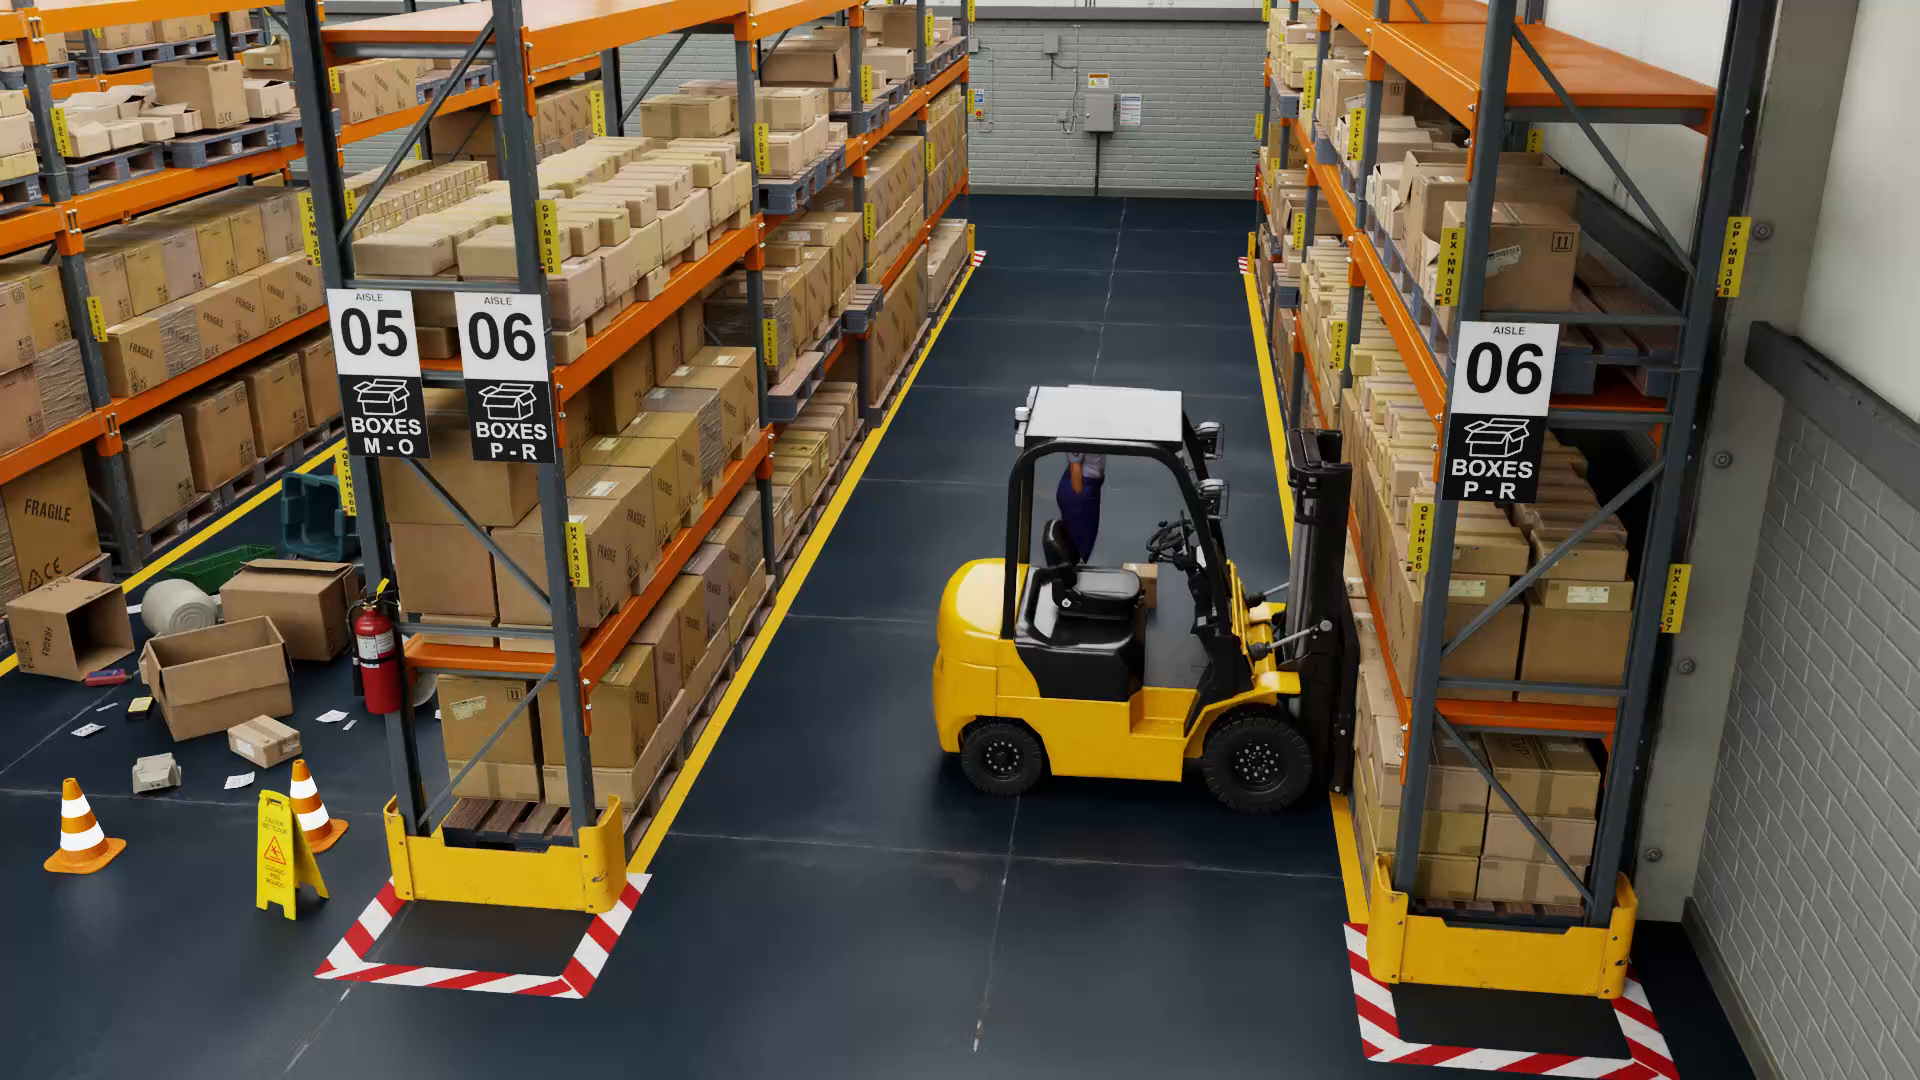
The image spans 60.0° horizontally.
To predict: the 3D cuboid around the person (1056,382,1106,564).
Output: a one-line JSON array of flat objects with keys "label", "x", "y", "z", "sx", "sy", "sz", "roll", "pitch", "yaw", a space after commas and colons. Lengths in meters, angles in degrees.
[{"label": "person", "x": 0.874, "y": -0.332, "z": 11.990, "sx": 0.342, "sy": 1.631, "sz": 0.470, "roll": 3, "pitch": 22, "yaw": 7}]
